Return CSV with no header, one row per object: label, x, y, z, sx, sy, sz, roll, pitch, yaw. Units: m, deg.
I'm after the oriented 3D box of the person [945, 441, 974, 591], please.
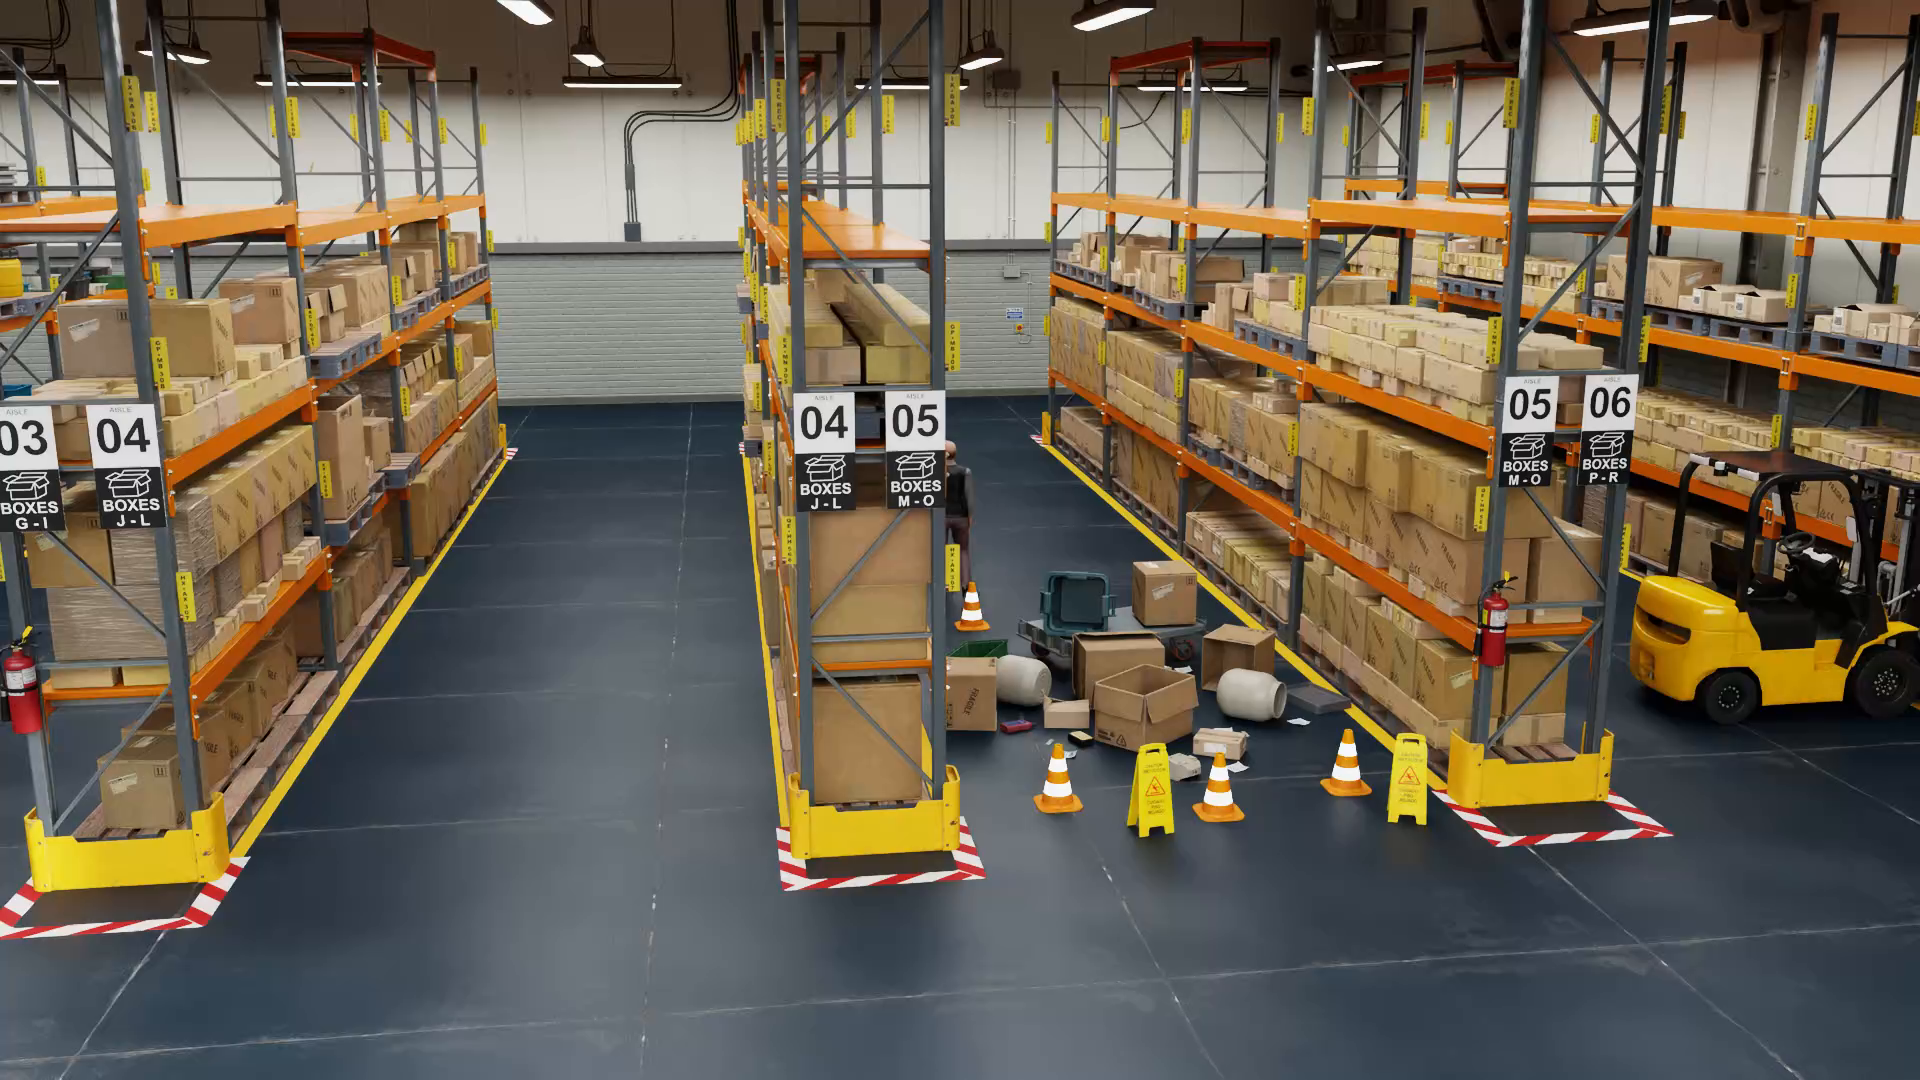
person,-0.127,-0.202,17.970,0.548,1.584,0.385,-2,13,-8
